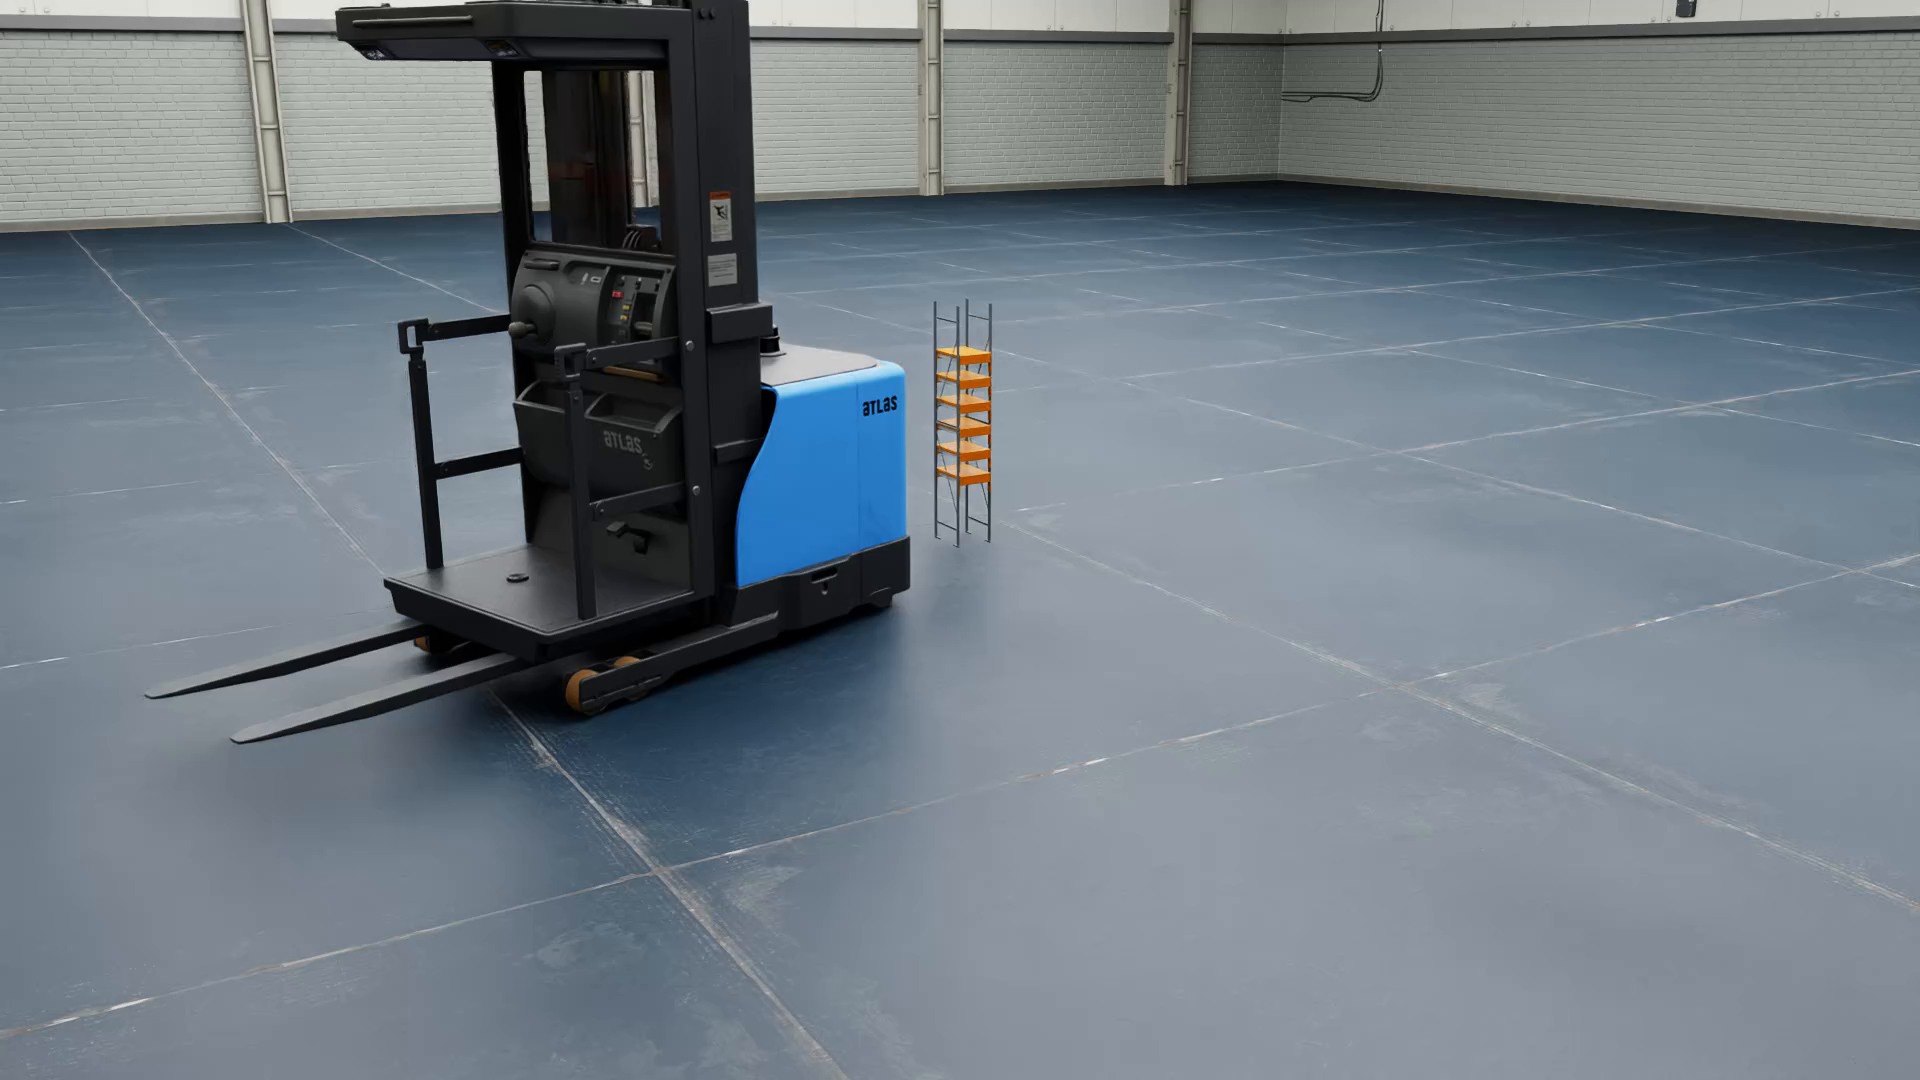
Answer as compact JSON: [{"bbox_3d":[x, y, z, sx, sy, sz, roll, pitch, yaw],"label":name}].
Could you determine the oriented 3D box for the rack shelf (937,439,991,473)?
[{"bbox_3d":[0.012,-0.421,8.299,0.180,0.103,0.258,-9,18,-30],"label":"rack shelf"}]

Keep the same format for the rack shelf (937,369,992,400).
[{"bbox_3d":[0.012,-0.768,8.202,0.180,0.103,0.258,-9,18,-30],"label":"rack shelf"}]

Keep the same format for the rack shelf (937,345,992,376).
[{"bbox_3d":[0.012,-0.884,8.170,0.180,0.103,0.258,-9,18,-30],"label":"rack shelf"}]

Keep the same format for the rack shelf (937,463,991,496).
[{"bbox_3d":[0.012,-0.306,8.332,0.180,0.103,0.258,-9,18,-30],"label":"rack shelf"}]

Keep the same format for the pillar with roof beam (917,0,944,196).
[{"bbox_3d":[1.656,-10.067,27.651,0.400,9.000,9.100,-9,18,-30],"label":"pillar with roof beam"}]

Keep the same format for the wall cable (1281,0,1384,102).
[{"bbox_3d":[7.789,-10.506,34.969,0.112,2.526,3.097,-9,18,-30],"label":"wall cable"}]

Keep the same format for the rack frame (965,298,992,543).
[{"bbox_3d":[0.091,-0.592,8.300,0.006,1.200,0.240,-9,18,-30],"label":"rack frame"}]

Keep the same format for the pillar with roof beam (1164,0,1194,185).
[{"bbox_3d":[6.799,-10.901,30.627,0.400,9.000,9.100,-9,18,-30],"label":"pillar with roof beam"}]

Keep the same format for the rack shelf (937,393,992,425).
[{"bbox_3d":[0.012,-0.653,8.235,0.180,0.103,0.258,-9,18,-30],"label":"rack shelf"}]

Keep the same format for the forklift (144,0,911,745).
[{"bbox_3d":[-1.561,-0.920,6.262,1.130,2.935,3.031,13,20,39],"label":"forklift"}]

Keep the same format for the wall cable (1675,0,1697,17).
[{"bbox_3d":[12.664,-11.440,26.247,0.169,6.003,2.305,-9,18,-30],"label":"wall cable"}]

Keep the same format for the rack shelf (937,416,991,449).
[{"bbox_3d":[0.012,-0.537,8.267,0.180,0.103,0.258,-9,18,-30],"label":"rack shelf"}]

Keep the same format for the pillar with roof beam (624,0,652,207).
[{"bbox_3d":[-3.487,-9.233,24.676,0.400,9.000,9.100,-9,18,-30],"label":"pillar with roof beam"}]

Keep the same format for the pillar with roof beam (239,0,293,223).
[{"bbox_3d":[-8.630,-8.399,21.701,0.400,9.000,9.100,-9,18,-30],"label":"pillar with roof beam"}]

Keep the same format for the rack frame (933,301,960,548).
[{"bbox_3d":[-0.066,-0.567,8.210,0.006,1.200,0.240,-9,18,-30],"label":"rack frame"}]

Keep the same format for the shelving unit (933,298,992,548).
[{"bbox_3d":[0.012,-0.580,8.255,0.189,1.200,0.258,-9,18,-30],"label":"shelving unit"}]
